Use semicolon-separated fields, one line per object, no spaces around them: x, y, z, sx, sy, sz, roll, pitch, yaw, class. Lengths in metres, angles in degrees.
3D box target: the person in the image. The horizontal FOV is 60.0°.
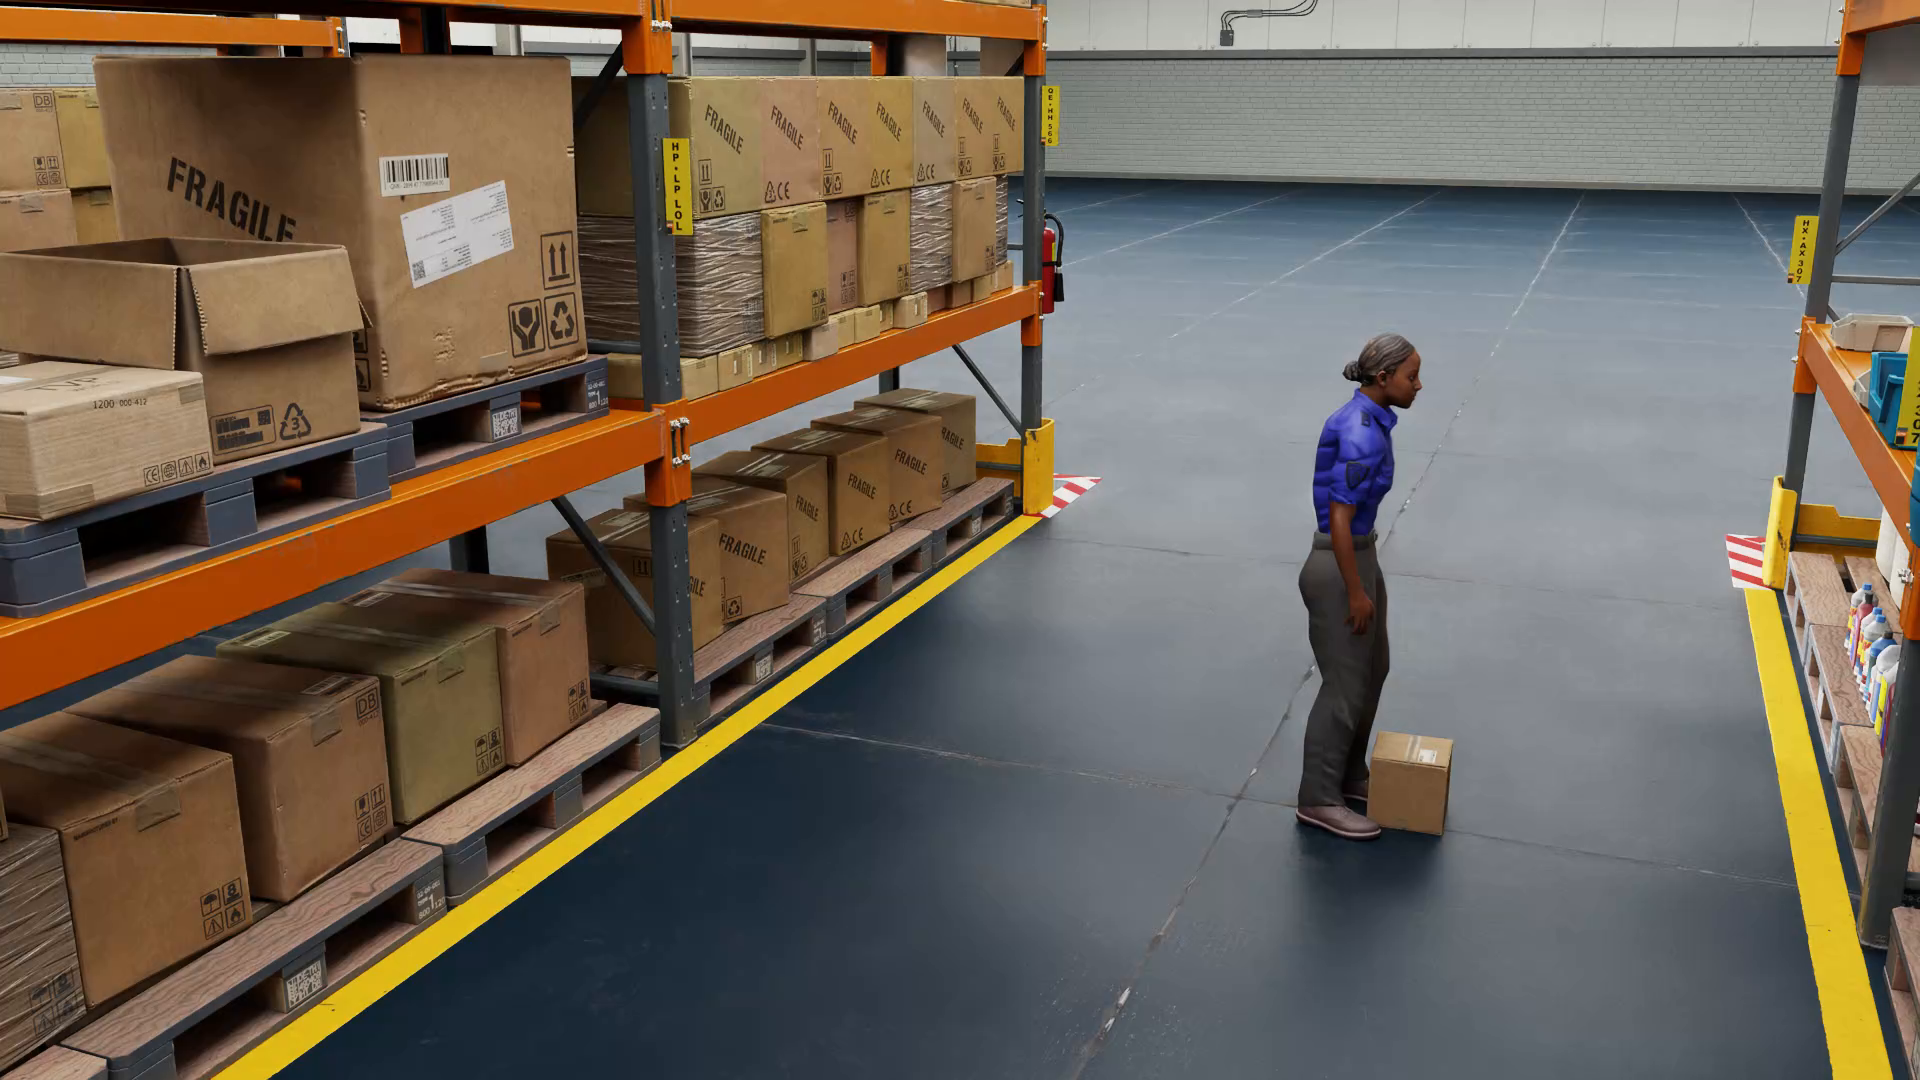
1.342;0.131;5.560;0.394;1.656;0.528;5;16;18;person
